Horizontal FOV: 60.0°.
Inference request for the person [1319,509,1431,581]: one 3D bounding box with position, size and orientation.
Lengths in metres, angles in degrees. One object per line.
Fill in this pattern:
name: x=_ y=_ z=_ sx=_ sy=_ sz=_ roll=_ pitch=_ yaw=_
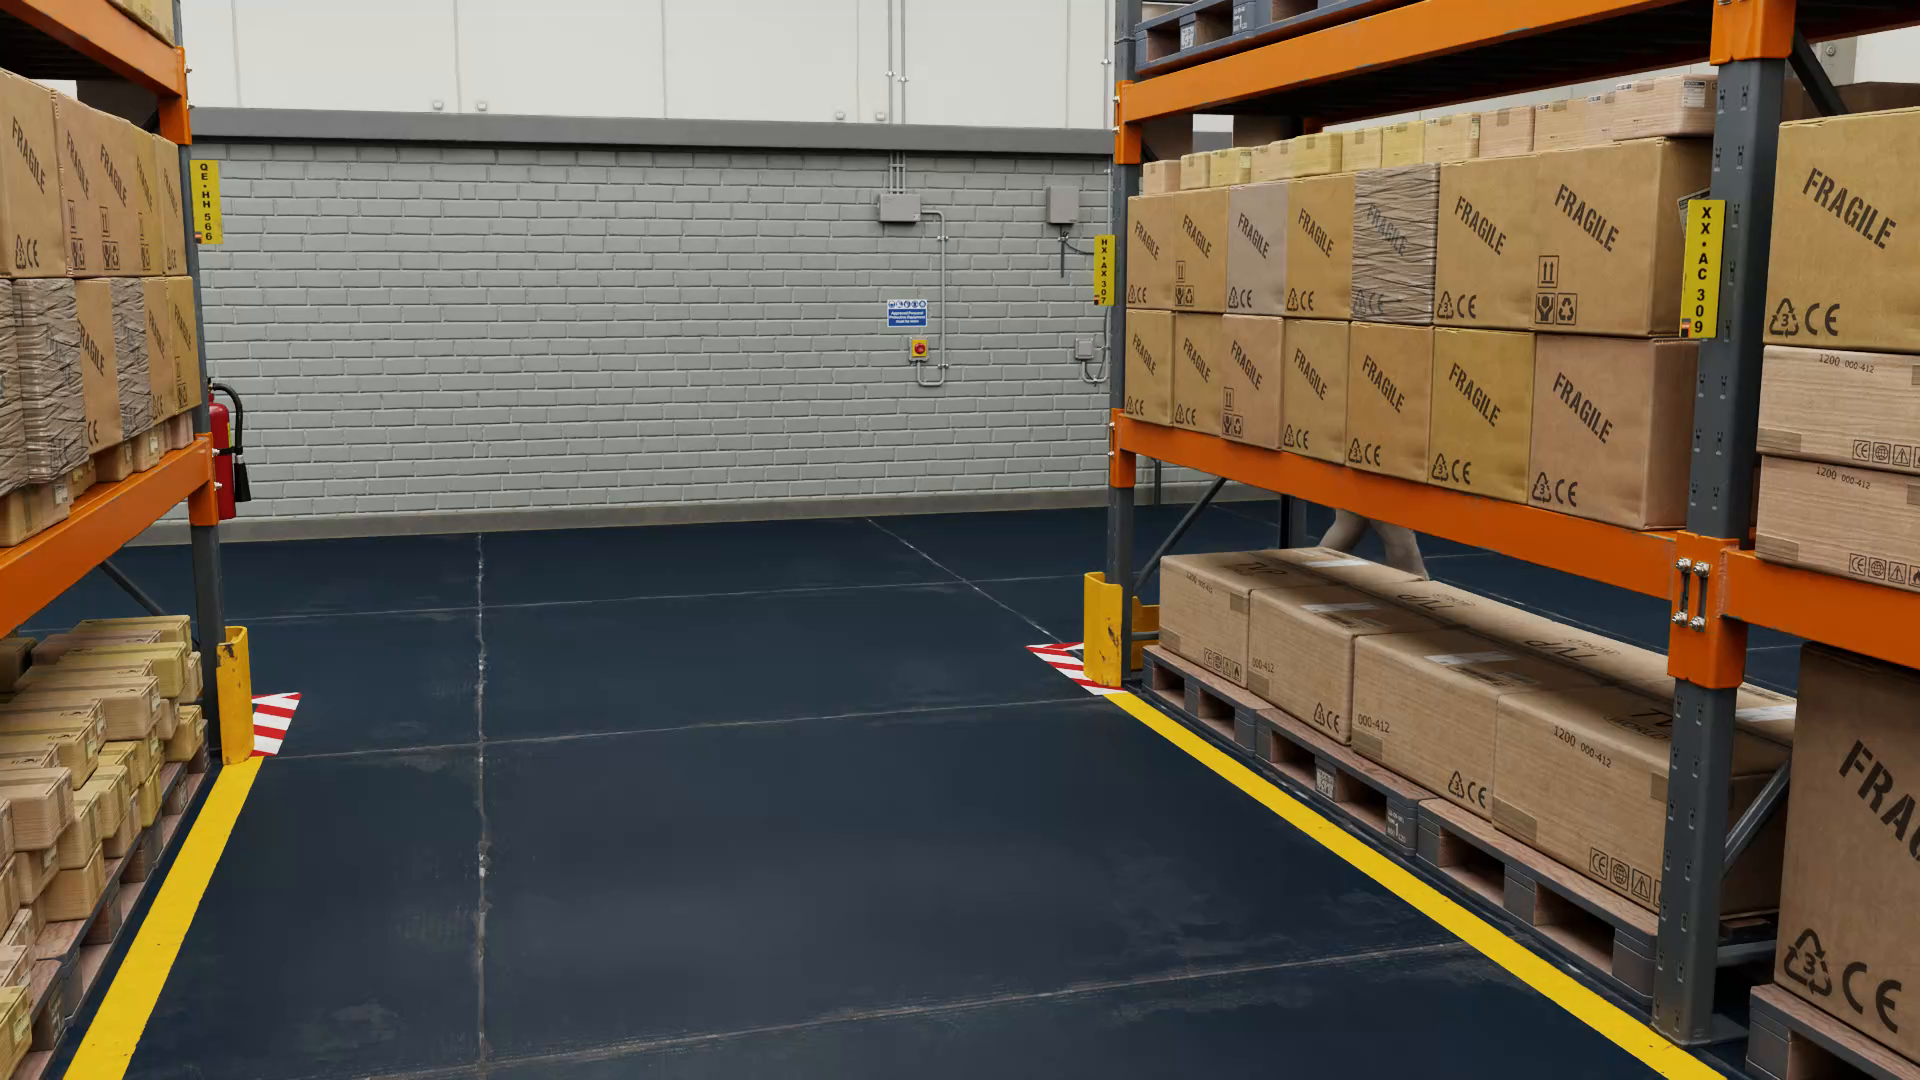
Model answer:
person: x=2.415 y=-0.399 z=9.311 sx=0.970 sy=1.670 sz=0.641 roll=3 pitch=10 yaw=18
